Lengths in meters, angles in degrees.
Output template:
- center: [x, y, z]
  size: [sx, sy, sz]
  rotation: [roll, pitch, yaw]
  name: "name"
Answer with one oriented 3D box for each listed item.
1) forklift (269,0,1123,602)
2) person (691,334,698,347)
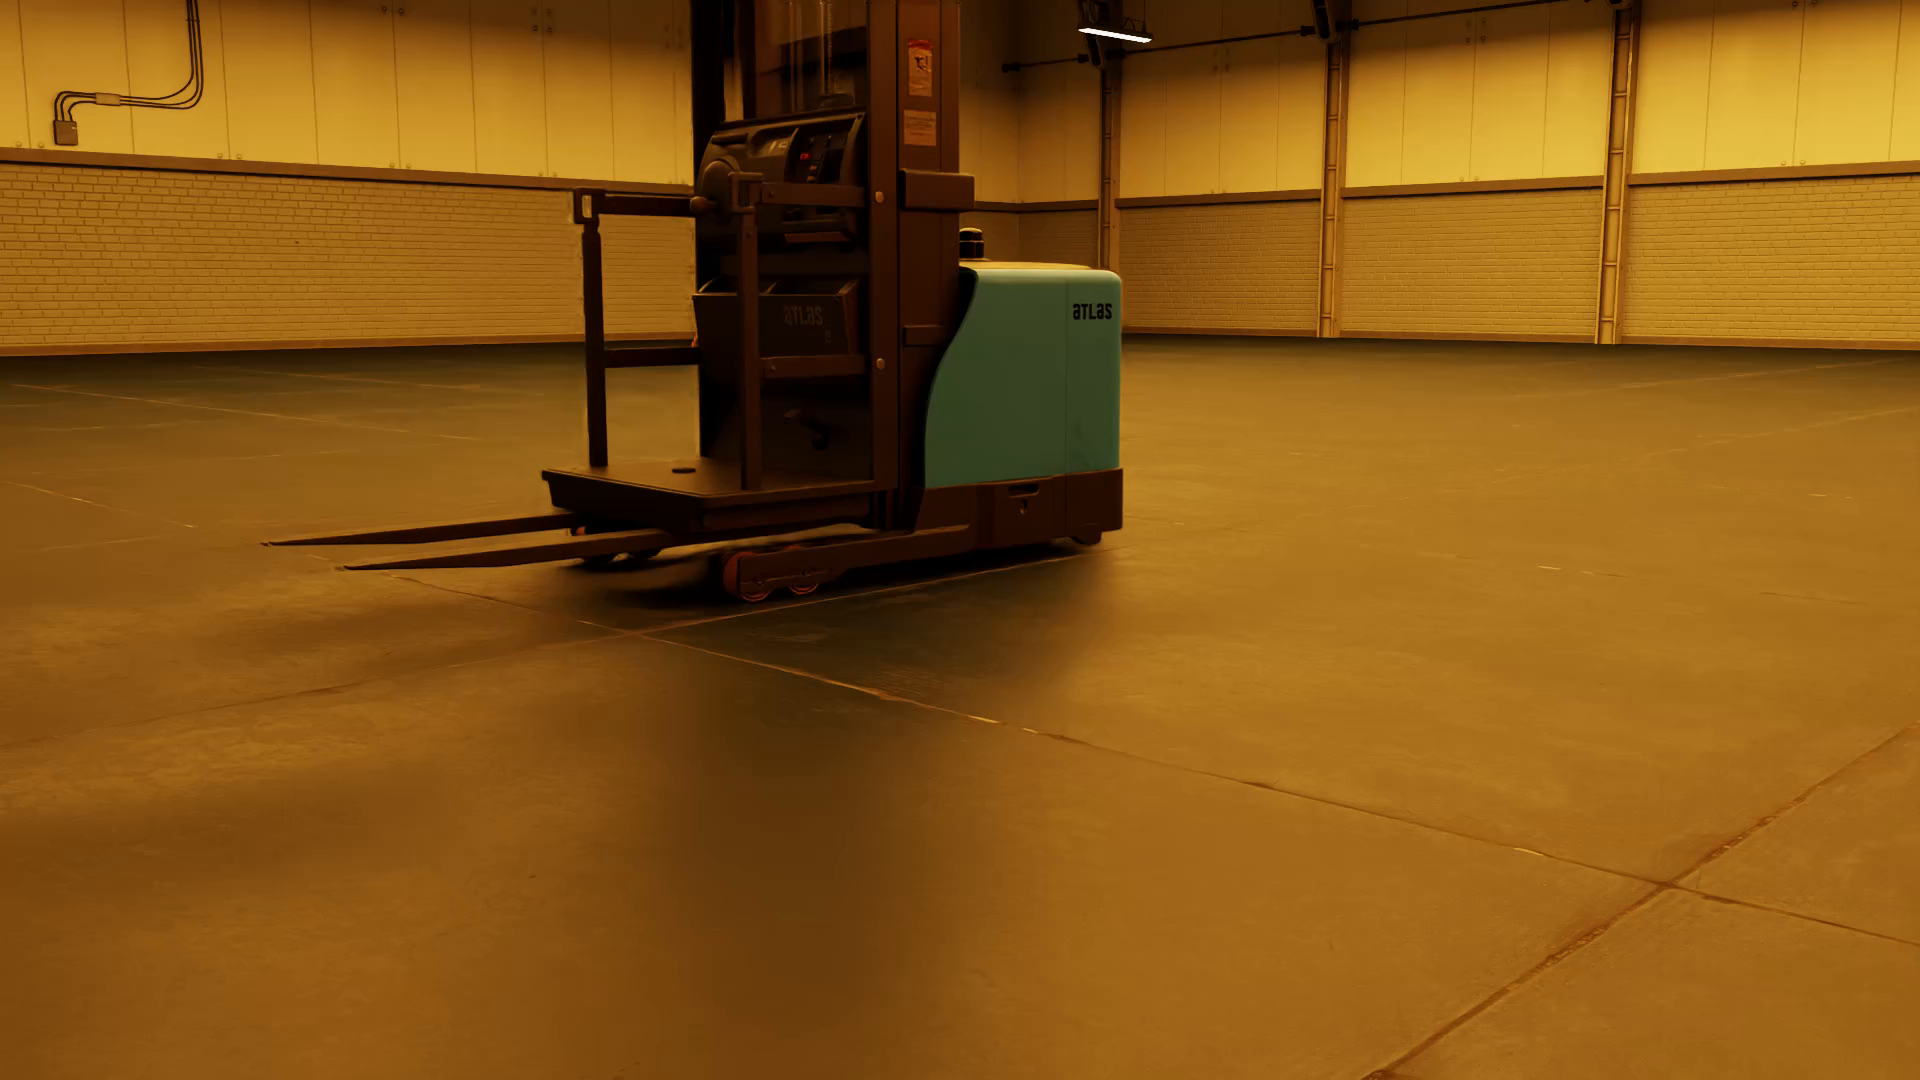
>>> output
- center: [-0.801, -1.335, 5.742]
  size: [3.031, 2.935, 1.130]
  rotation: [-7, 11, -41]
  name: "forklift"
- center: [-0.824, -0.811, 7.707]
  size: [0.822, 1.368, 0.547]
  rotation: [6, 11, 36]
  name: "person"
